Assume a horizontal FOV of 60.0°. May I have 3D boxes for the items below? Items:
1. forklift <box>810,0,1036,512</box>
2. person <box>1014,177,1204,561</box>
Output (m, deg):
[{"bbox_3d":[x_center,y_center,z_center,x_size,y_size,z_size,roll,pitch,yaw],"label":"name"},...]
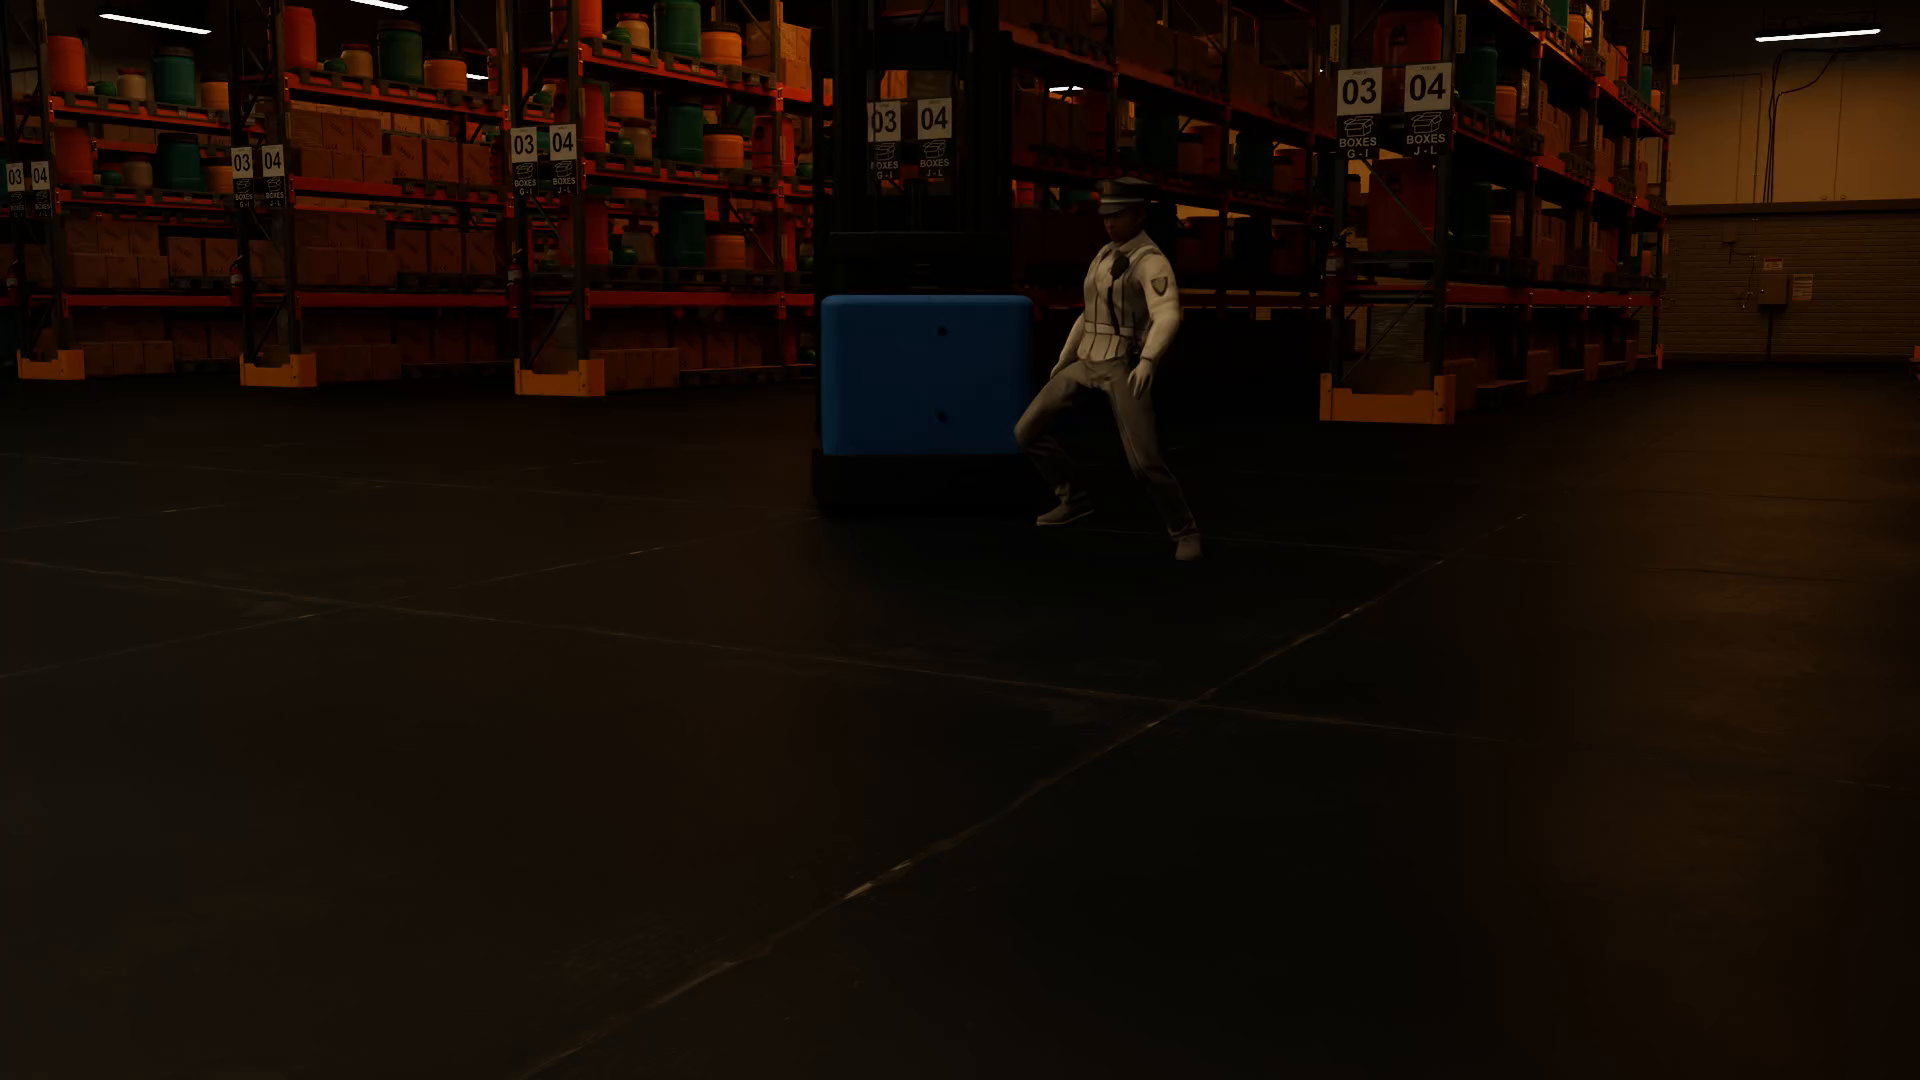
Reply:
[{"bbox_3d":[-0.284,-1.760,9.345,1.130,2.935,3.031,-1,8,-5],"label":"forklift"},{"bbox_3d":[0.643,-0.703,6.869,0.612,1.558,0.869,-4,9,-28],"label":"person"}]
